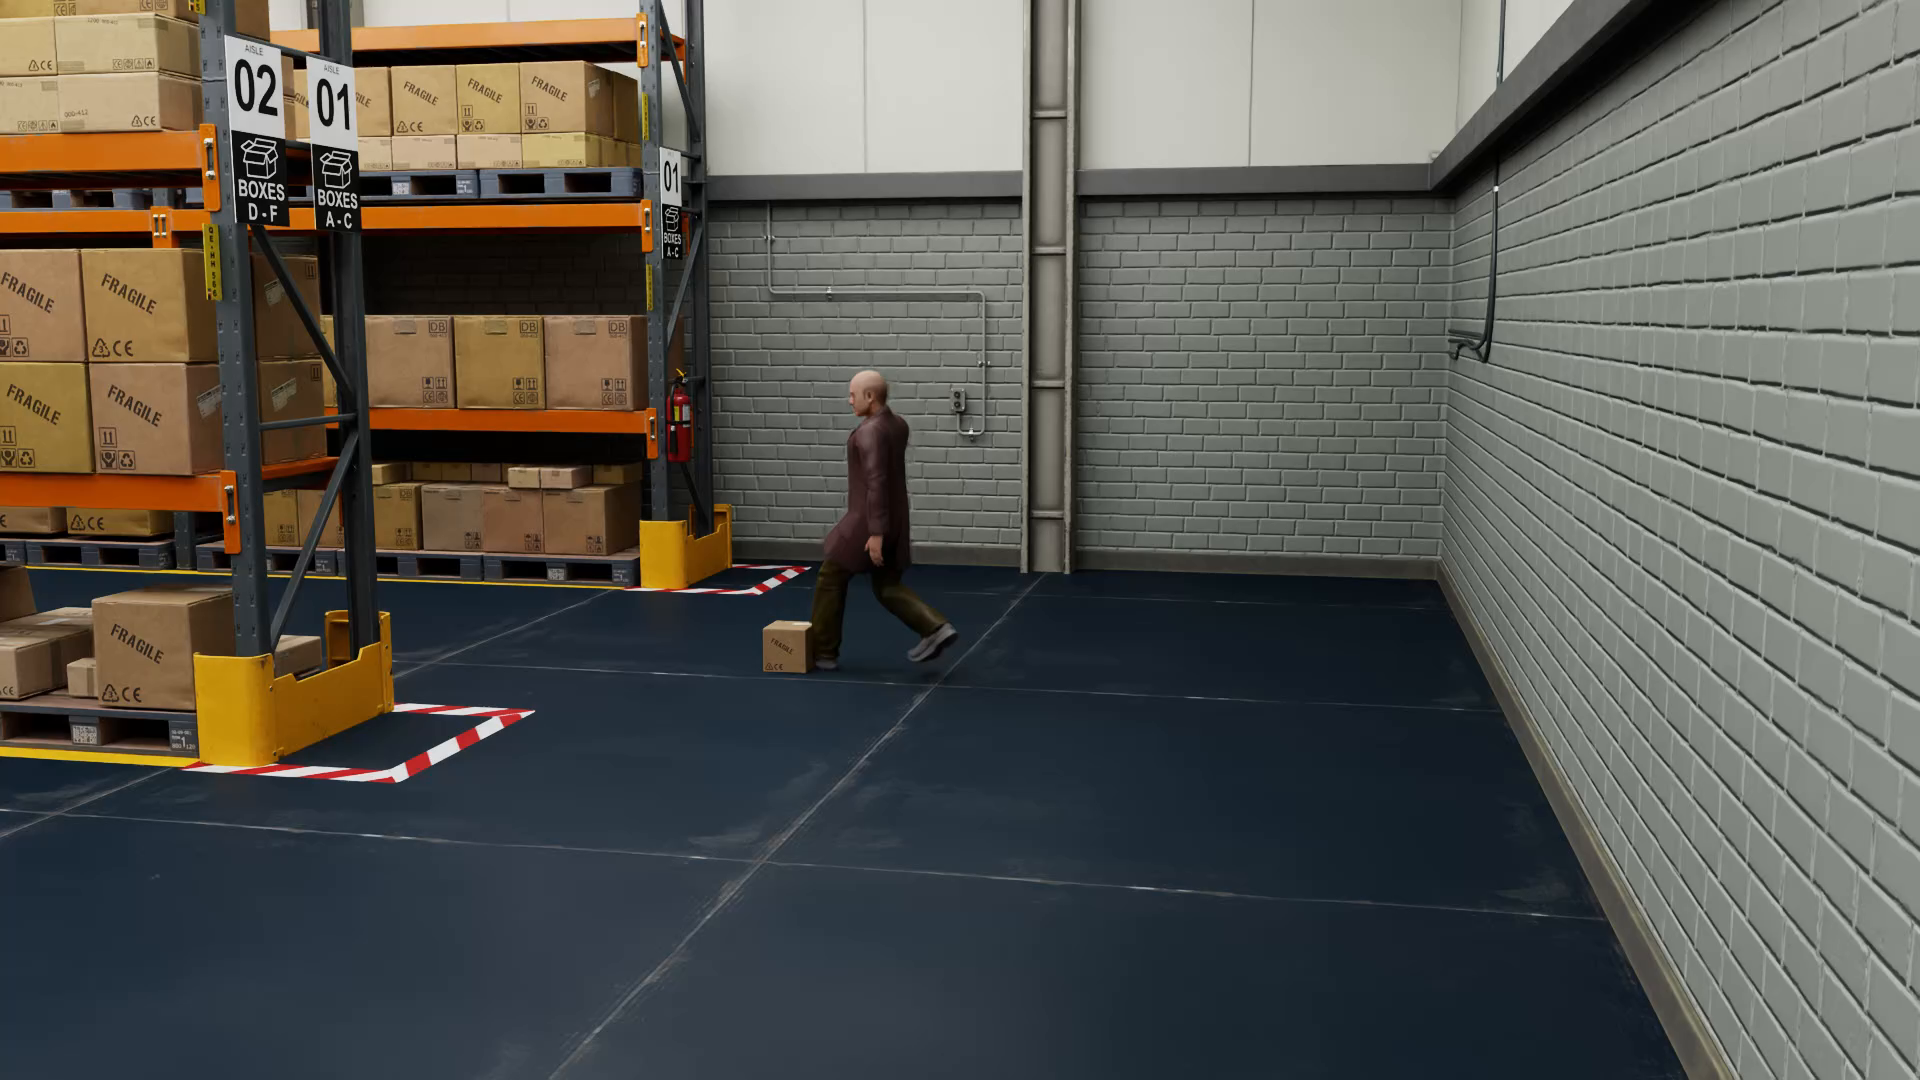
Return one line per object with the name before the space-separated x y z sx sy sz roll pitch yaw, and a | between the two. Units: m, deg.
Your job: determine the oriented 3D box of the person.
person | -0.520 -0.100 9.343 1.104 1.704 0.557 4 9 28
